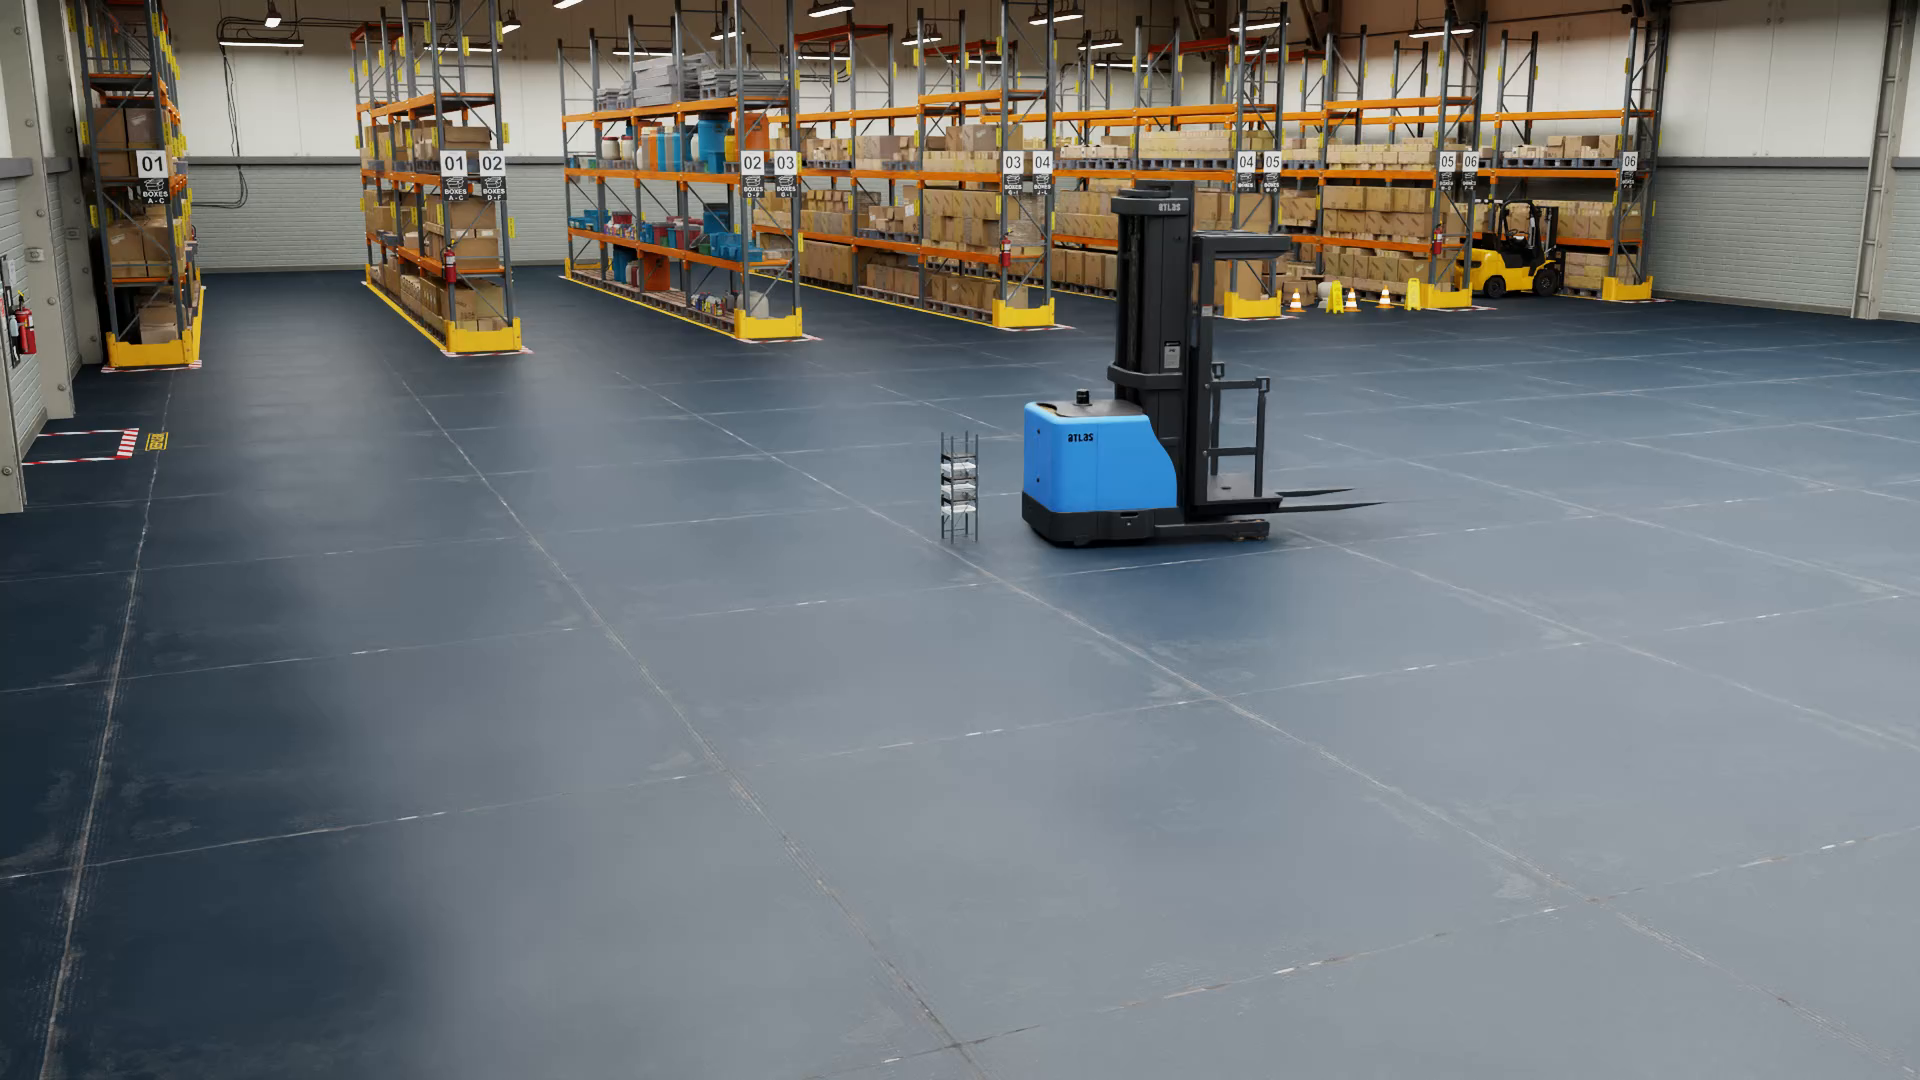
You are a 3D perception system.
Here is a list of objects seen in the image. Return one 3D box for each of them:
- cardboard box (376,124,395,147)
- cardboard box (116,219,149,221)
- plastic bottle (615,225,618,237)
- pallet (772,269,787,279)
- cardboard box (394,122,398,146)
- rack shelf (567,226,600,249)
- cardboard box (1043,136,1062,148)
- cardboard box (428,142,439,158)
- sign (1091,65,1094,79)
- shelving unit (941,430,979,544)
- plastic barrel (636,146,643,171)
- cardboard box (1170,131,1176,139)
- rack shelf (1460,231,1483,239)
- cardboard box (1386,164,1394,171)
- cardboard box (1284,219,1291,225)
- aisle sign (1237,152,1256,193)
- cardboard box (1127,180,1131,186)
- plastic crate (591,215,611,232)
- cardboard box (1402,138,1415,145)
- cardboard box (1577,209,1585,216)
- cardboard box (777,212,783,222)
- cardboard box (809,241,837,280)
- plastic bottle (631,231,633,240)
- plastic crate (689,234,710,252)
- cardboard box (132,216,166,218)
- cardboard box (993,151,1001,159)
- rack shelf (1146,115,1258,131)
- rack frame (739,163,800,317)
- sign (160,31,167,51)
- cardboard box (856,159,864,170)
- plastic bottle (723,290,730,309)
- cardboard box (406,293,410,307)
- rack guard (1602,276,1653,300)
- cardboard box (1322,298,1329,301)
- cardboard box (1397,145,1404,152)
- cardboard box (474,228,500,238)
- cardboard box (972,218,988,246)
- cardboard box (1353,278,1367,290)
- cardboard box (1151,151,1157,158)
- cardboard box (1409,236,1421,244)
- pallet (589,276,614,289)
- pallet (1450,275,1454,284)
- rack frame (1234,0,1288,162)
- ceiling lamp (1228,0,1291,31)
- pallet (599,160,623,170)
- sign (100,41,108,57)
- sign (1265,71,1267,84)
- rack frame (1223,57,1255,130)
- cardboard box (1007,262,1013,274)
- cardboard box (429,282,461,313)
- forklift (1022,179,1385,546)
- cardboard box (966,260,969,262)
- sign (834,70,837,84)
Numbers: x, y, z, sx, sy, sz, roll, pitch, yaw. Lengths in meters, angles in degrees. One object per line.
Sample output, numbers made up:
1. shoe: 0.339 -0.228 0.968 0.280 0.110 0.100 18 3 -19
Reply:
1. cardboard box: -12.888 -9.175 37.767 0.700 0.500 0.500 -6 14 -23
2. cardboard box: -13.995 -5.166 28.162 0.500 0.500 0.500 -6 14 -24
3. plastic bottle: -7.819 -7.097 38.159 0.152 0.276 0.135 -6 14 -23
4. pallet: -4.306 -7.033 43.787 1.003 0.211 1.213 -6 14 -23
5. cardboard box: -11.634 -8.553 35.080 0.500 0.500 0.500 -6 14 -23
6. rack shelf: -8.920 -7.590 41.607 1.077 0.370 4.000 -6 14 -23
7. cardboard box: 2.207 -9.518 39.772 0.396 0.266 0.258 -6 14 -23
8. cardboard box: -8.555 -6.476 27.639 0.500 0.250 0.500 -6 14 -23
9. sign: 3.114 -11.081 39.368 0.100 0.325 0.005 -6 14 -23
10. shelving unit: -0.003 -0.440 13.776 0.258 0.900 0.210 -6 14 -23
11. plastic barrel: -6.673 -8.125 35.422 0.421 0.512 0.421 0 13 0
12. cardboard box: 4.555 -8.361 34.326 0.380 0.149 0.250 -6 14 -23
13. rack shelf: 12.450 -7.729 42.206 1.077 0.370 4.000 -6 14 -23
14. cardboard box: 9.420 -8.045 35.882 0.380 0.149 0.250 -6 14 -25
15. cardboard box: 7.914 -7.539 39.416 0.380 0.149 0.250 -5 14 -22
16. aisle sign: 5.565 -7.147 32.333 0.394 0.787 0.004 -6 14 -23
17. cardboard box: 4.870 -9.924 46.217 0.380 0.149 0.250 -6 14 -23
18. plastic crate: -8.618 -7.614 40.019 0.392 0.384 0.575 -6 14 -23
19. cardboard box: 11.716 -10.084 42.760 0.500 0.500 0.500 -5 14 -22
20. cardboard box: 14.191 -7.412 37.582 0.380 0.149 0.250 -6 14 -23
21. cardboard box: -4.412 -8.326 42.865 0.500 0.250 0.500 -5 14 -22
22. cardboard box: -2.947 -6.829 40.504 1.225 0.875 0.875 -6 14 -25
23. plastic bottle: -7.230 -6.742 36.789 0.097 0.201 0.097 0 13 0
24. plastic crate: -4.821 -5.724 32.089 0.767 0.338 0.504 -6 14 -23
25. cardboard box: -14.877 -5.717 30.723 0.700 0.500 0.500 -6 14 -23
26. cardboard box: 0.829 -7.107 30.721 0.380 0.149 0.250 -6 14 -23
27. rack shelf: 6.301 -10.834 43.205 1.077 0.370 4.000 -6 14 -23
28. rack frame: -3.312 -5.048 29.028 1.000 3.000 0.127 -6 14 -23
29. sign: -13.487 -8.441 28.137 0.100 0.325 0.005 -6 14 -23
30. cardboard box: -2.023 -8.416 37.262 0.500 0.250 0.500 -5 14 -22
31. plastic bottle: -4.524 -4.678 32.329 0.144 0.351 0.185 -6 14 -23
32. cardboard box: -10.700 -4.774 33.010 0.500 0.250 0.500 -6 14 -24
33. rack guard: 14.863 -5.617 37.029 1.175 0.500 0.348 -6 14 -23
34. cardboard box: 7.931 -5.090 35.531 0.380 0.149 0.250 1 13 6
35. cardboard box: 9.568 -8.377 35.549 0.380 0.149 0.250 -6 14 -23
36. cardboard box: -7.812 -5.067 27.448 0.380 0.149 0.250 -6 14 -23
37. cardboard box: 0.721 -5.898 31.817 0.875 0.500 0.500 -6 14 -23
38. cardboard box: 9.132 -5.717 37.085 0.500 0.250 0.500 -6 14 -24
39. cardboard box: 4.248 -8.130 35.097 0.380 0.149 0.250 -6 14 -23
40. cardboard box: 9.758 -6.368 35.290 0.380 0.149 0.250 -6 14 -24
41. pallet: -8.449 -6.317 40.696 1.003 0.211 1.213 -6 14 -23
42. pallet: 12.920 -6.456 41.297 1.003 0.211 1.213 -6 14 -23
43. rack frame: 5.812 -8.845 32.130 1.000 3.000 0.127 -6 14 -23
44. ceiling lamp: 6.757 -12.758 36.092 0.800 3.185 2.000 -6 14 -23
45. pallet: -7.715 -8.743 38.762 1.213 0.211 1.003 -6 14 -23
46. sign: -16.101 -9.210 31.284 0.100 0.325 0.005 -6 14 -23
47. sign: 7.595 -11.511 41.400 0.100 0.325 0.005 -6 14 -23
48. rack frame: 8.444 -13.068 50.375 1.000 3.000 0.127 -6 14 -23
49. cardboard box: 1.493 -6.996 42.056 0.500 0.500 0.500 -5 14 -22
50. cardboard box: -8.952 -4.224 28.973 0.500 0.500 0.500 -6 14 -23
51. forklift: 2.107 -1.531 13.985 3.031 2.935 1.130 -3 13 -13
52. cardboard box: 0.344 -7.507 44.385 0.380 0.149 0.250 -6 14 -25
53. sign: -3.088 -11.442 41.105 0.100 0.325 0.005 -6 14 -23
